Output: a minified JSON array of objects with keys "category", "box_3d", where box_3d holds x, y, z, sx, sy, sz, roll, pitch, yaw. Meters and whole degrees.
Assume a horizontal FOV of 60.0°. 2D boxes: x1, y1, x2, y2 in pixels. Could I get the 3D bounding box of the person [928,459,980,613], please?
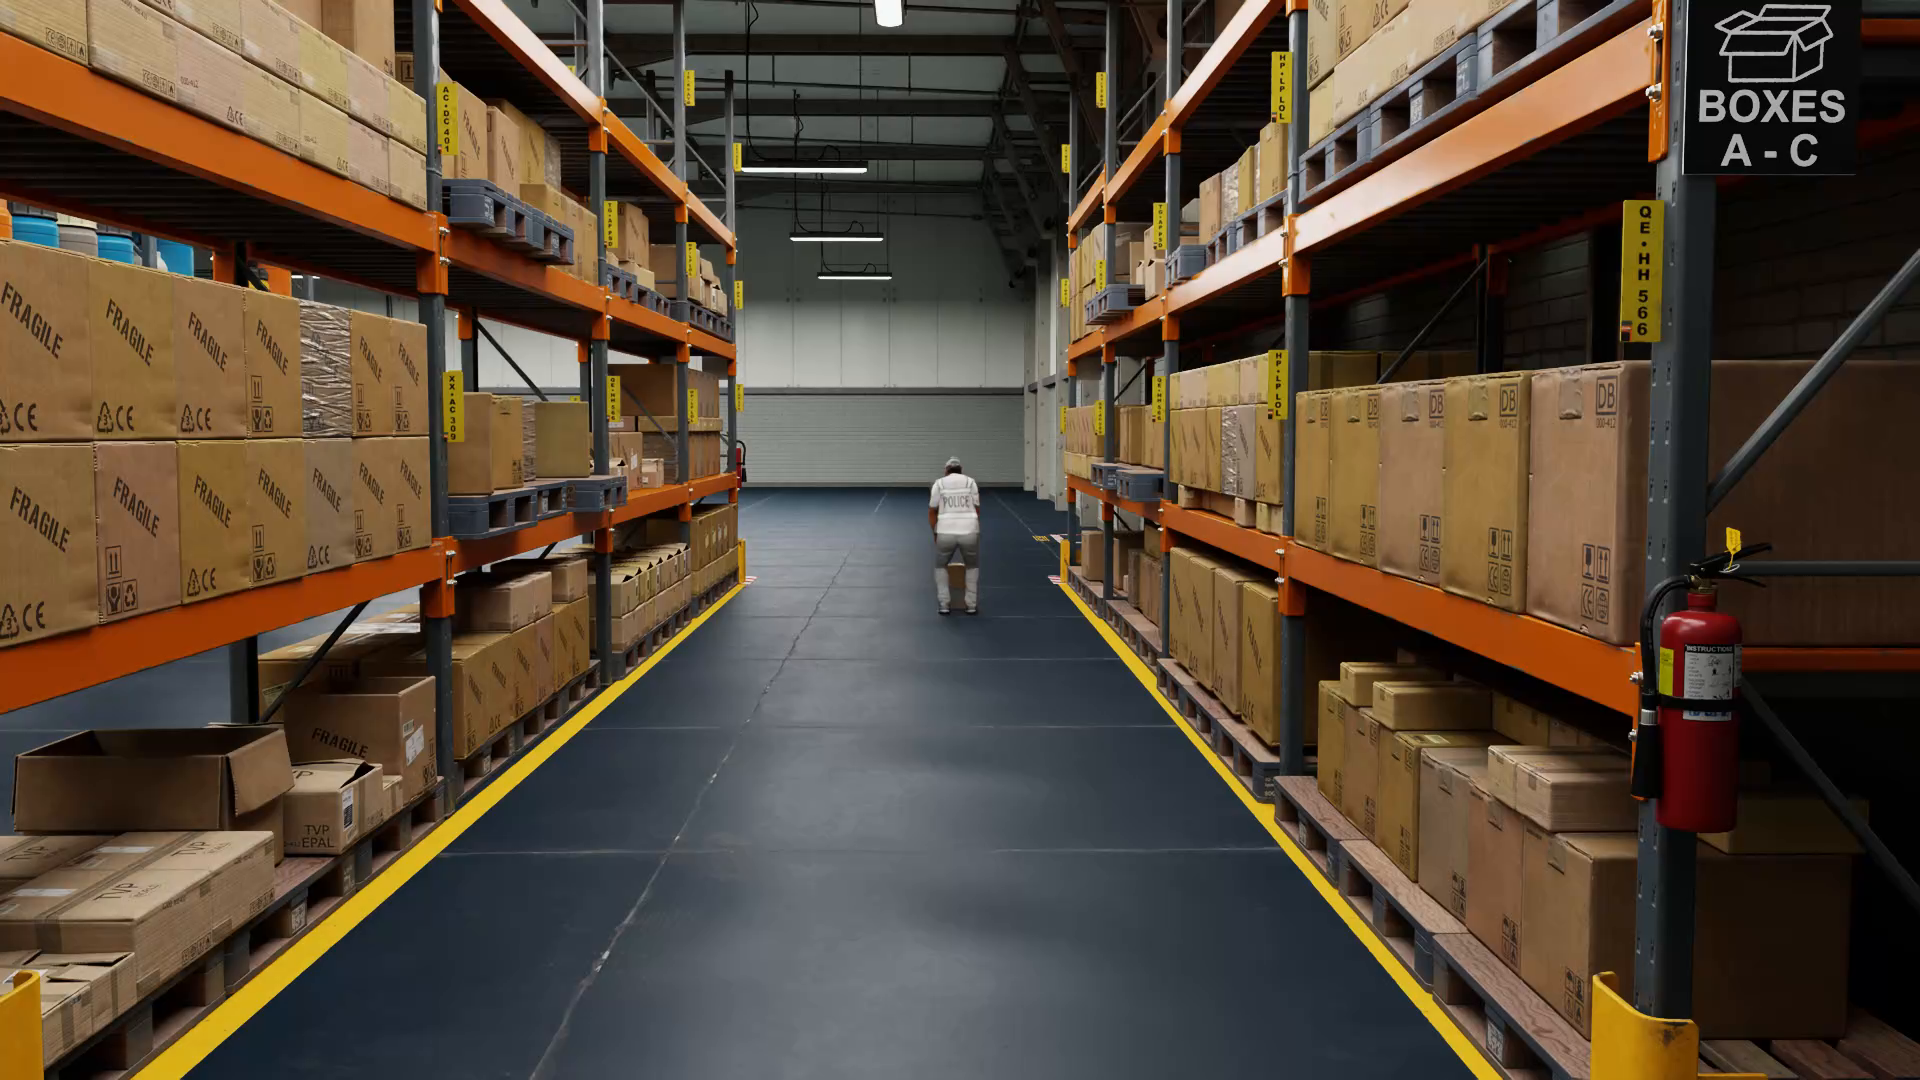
[{"category":"person","box_3d":[-0.056,-0.036,16.537,0.519,1.541,0.591,0,4,0]}]
